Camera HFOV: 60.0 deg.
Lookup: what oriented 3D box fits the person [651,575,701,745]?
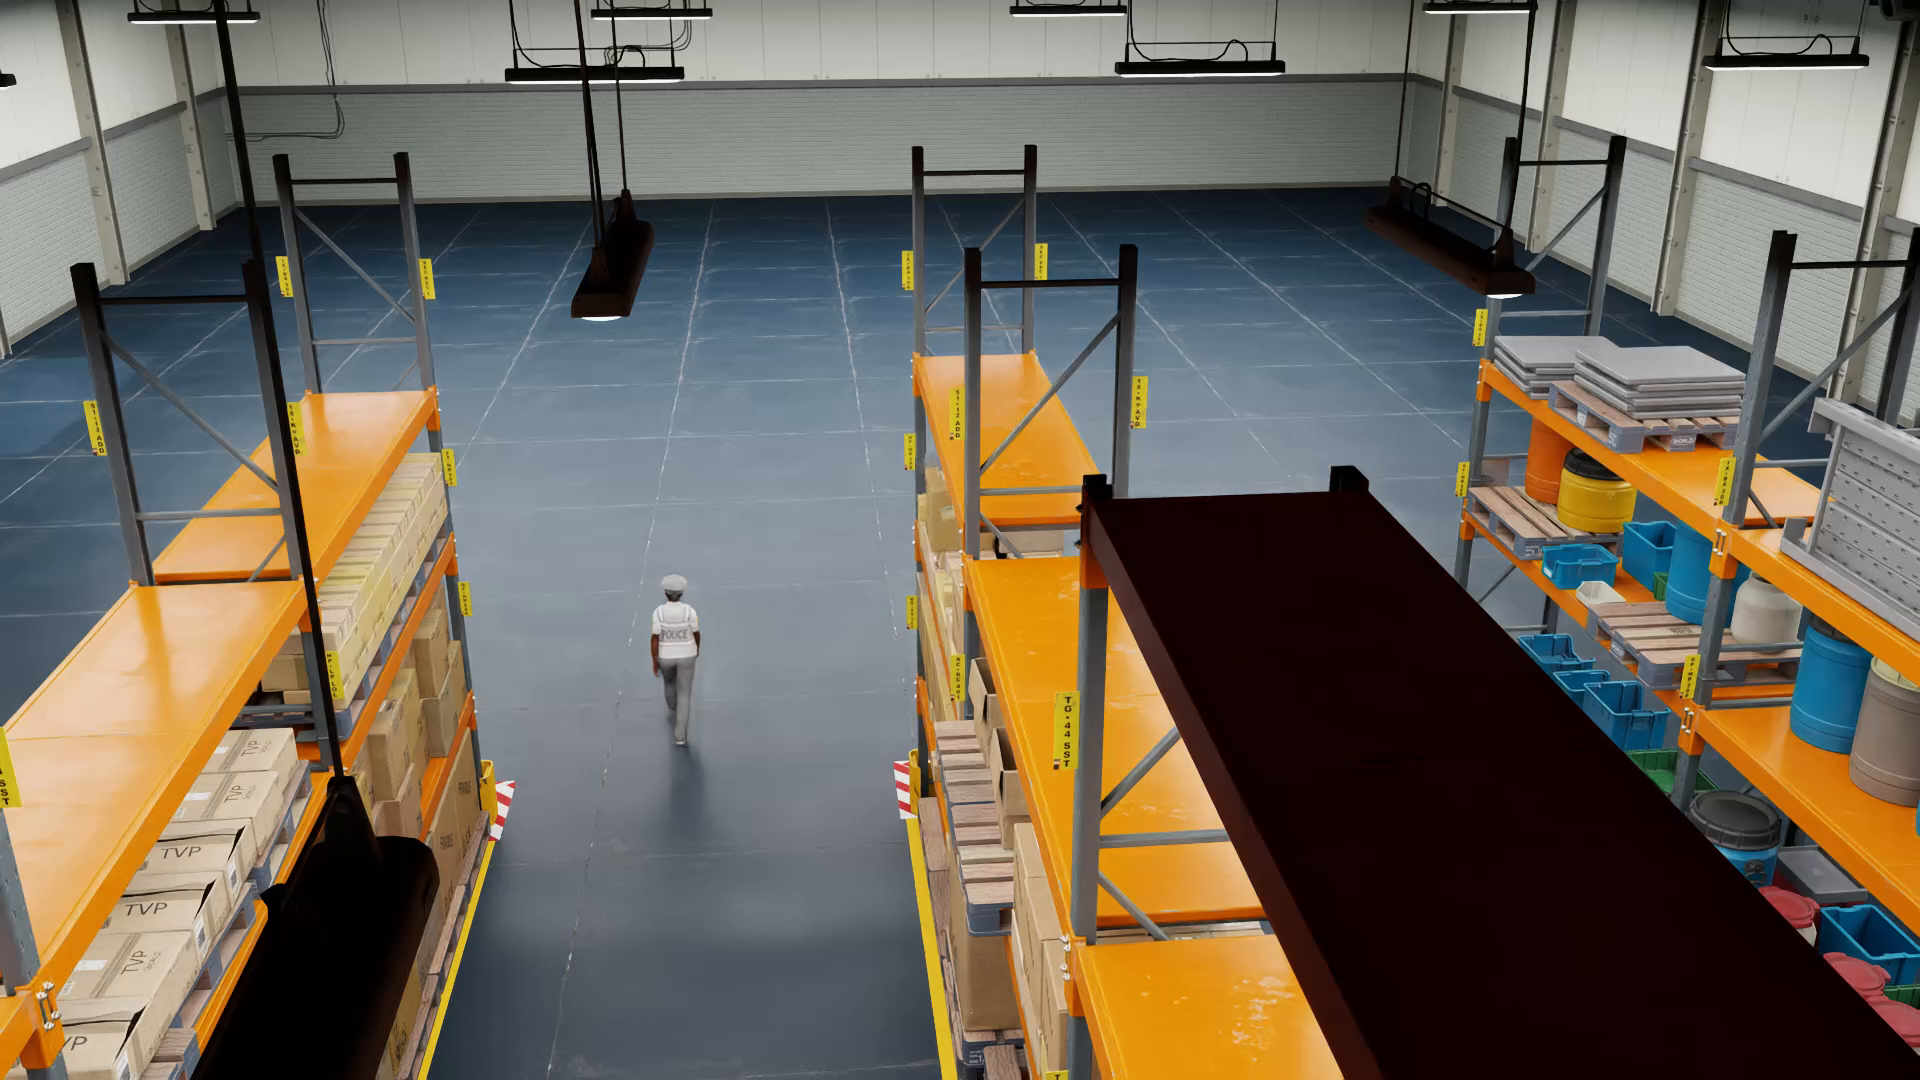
[{"bbox_3d":[-2.803,1.118,16.549,0.464,1.625,0.992,1,22,1],"label":"person"}]
